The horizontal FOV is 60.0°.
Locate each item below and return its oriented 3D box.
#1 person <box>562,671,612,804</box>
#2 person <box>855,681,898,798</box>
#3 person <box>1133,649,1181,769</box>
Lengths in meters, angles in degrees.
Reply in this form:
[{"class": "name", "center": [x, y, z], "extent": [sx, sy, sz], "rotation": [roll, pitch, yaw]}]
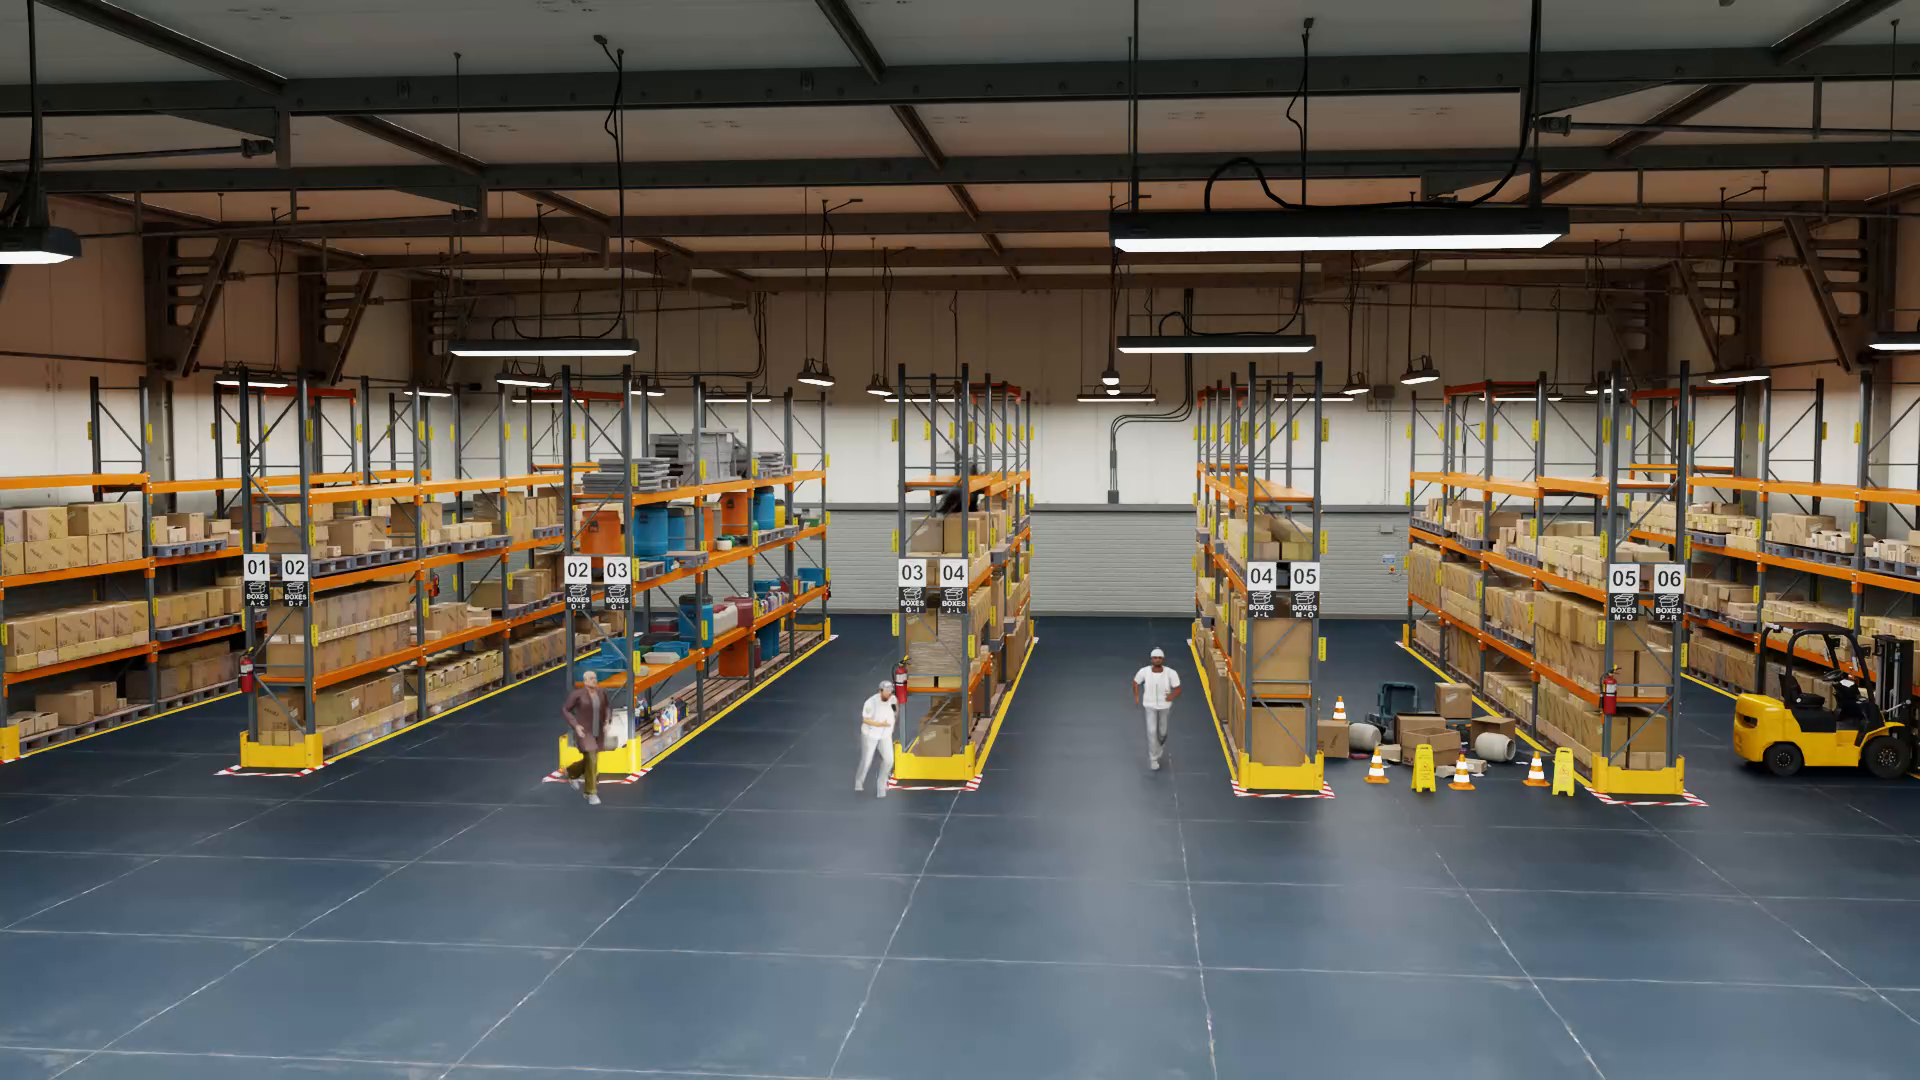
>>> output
[{"class": "person", "center": [-5.118, 2.672, 22.765], "extent": [0.853, 1.807, 0.713], "rotation": [3, 5, 42]}, {"class": "person", "center": [-1.112, 2.763, 22.953], "extent": [0.639, 1.711, 0.841], "rotation": [-2, 4, -29]}, {"class": "person", "center": [2.959, 2.503, 24.991], "extent": [0.723, 1.751, 0.959], "rotation": [0, 4, 4]}]
